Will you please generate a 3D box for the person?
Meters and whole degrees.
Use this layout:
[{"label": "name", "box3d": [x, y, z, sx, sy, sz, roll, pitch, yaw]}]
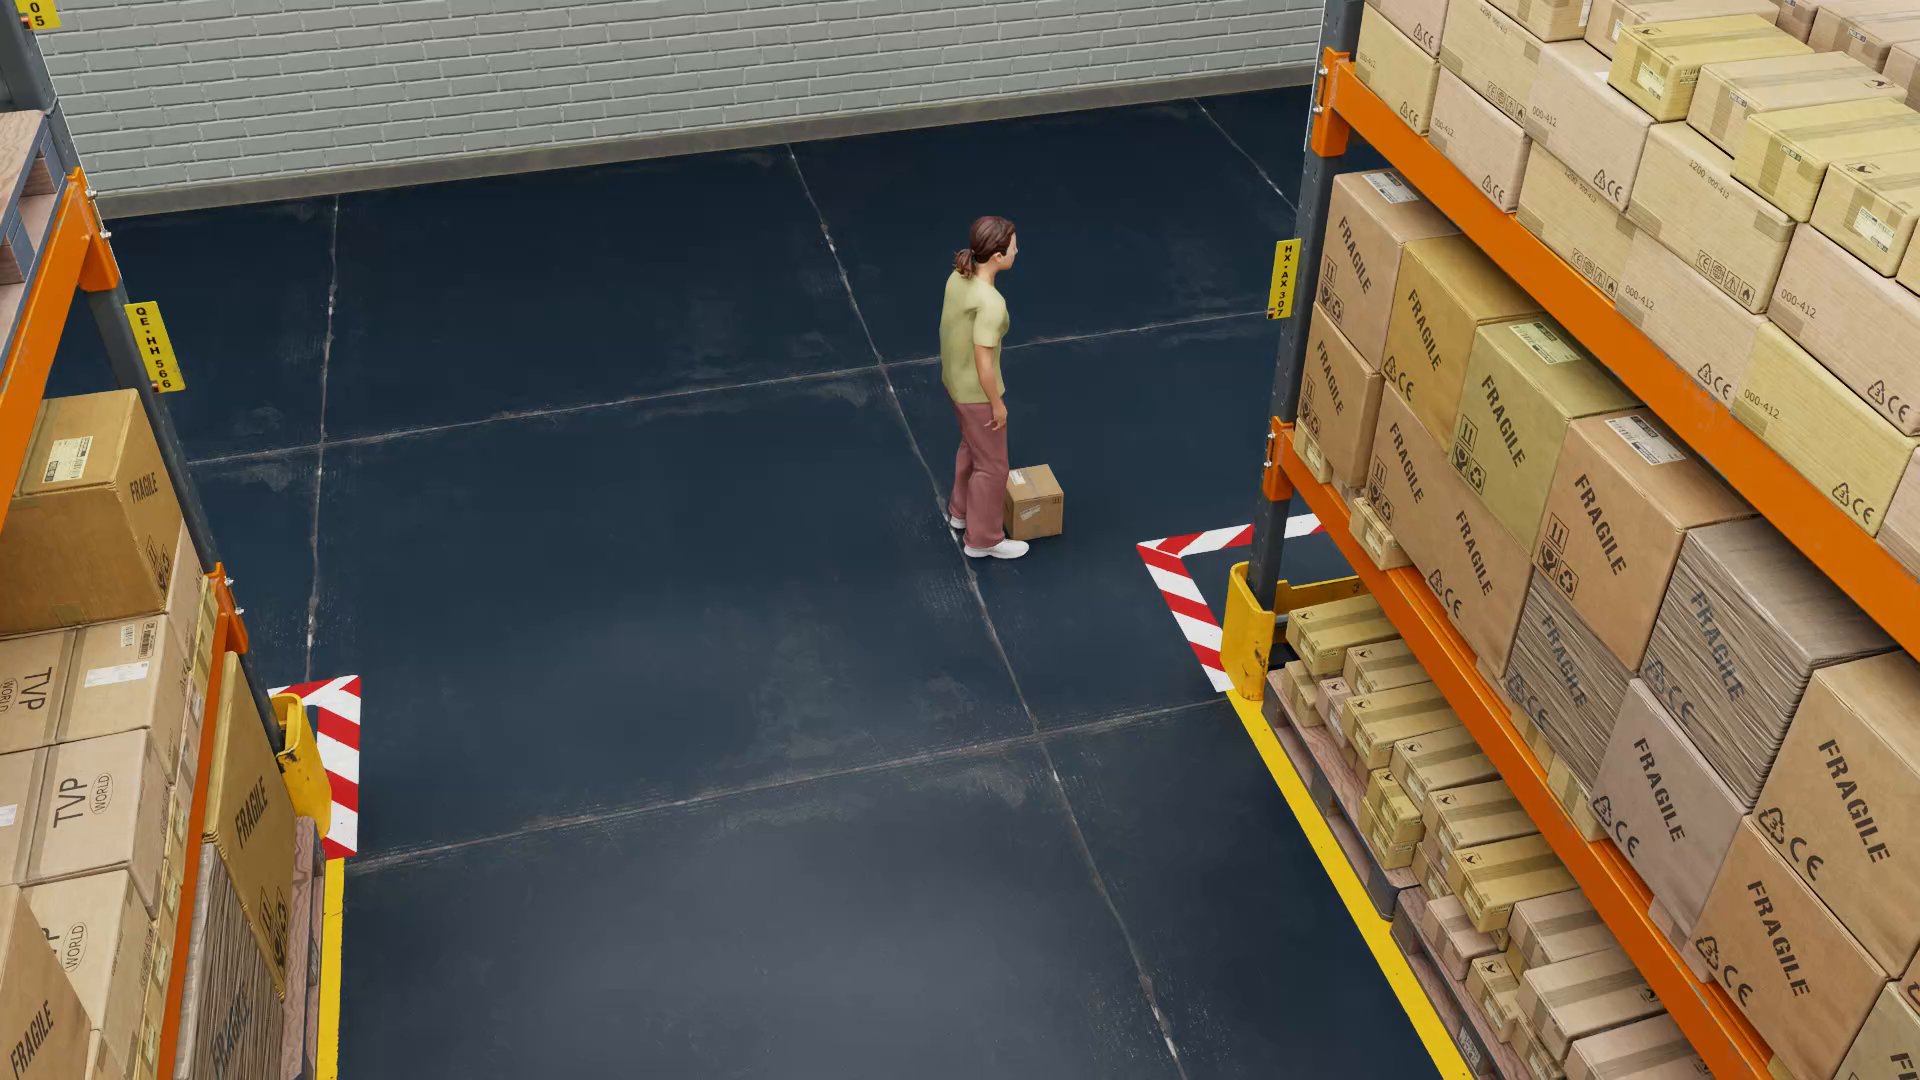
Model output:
[{"label": "person", "box3d": [0.101, -0.695, 7.602, 0.360, 1.662, 0.521, -11, 40, -14]}]
